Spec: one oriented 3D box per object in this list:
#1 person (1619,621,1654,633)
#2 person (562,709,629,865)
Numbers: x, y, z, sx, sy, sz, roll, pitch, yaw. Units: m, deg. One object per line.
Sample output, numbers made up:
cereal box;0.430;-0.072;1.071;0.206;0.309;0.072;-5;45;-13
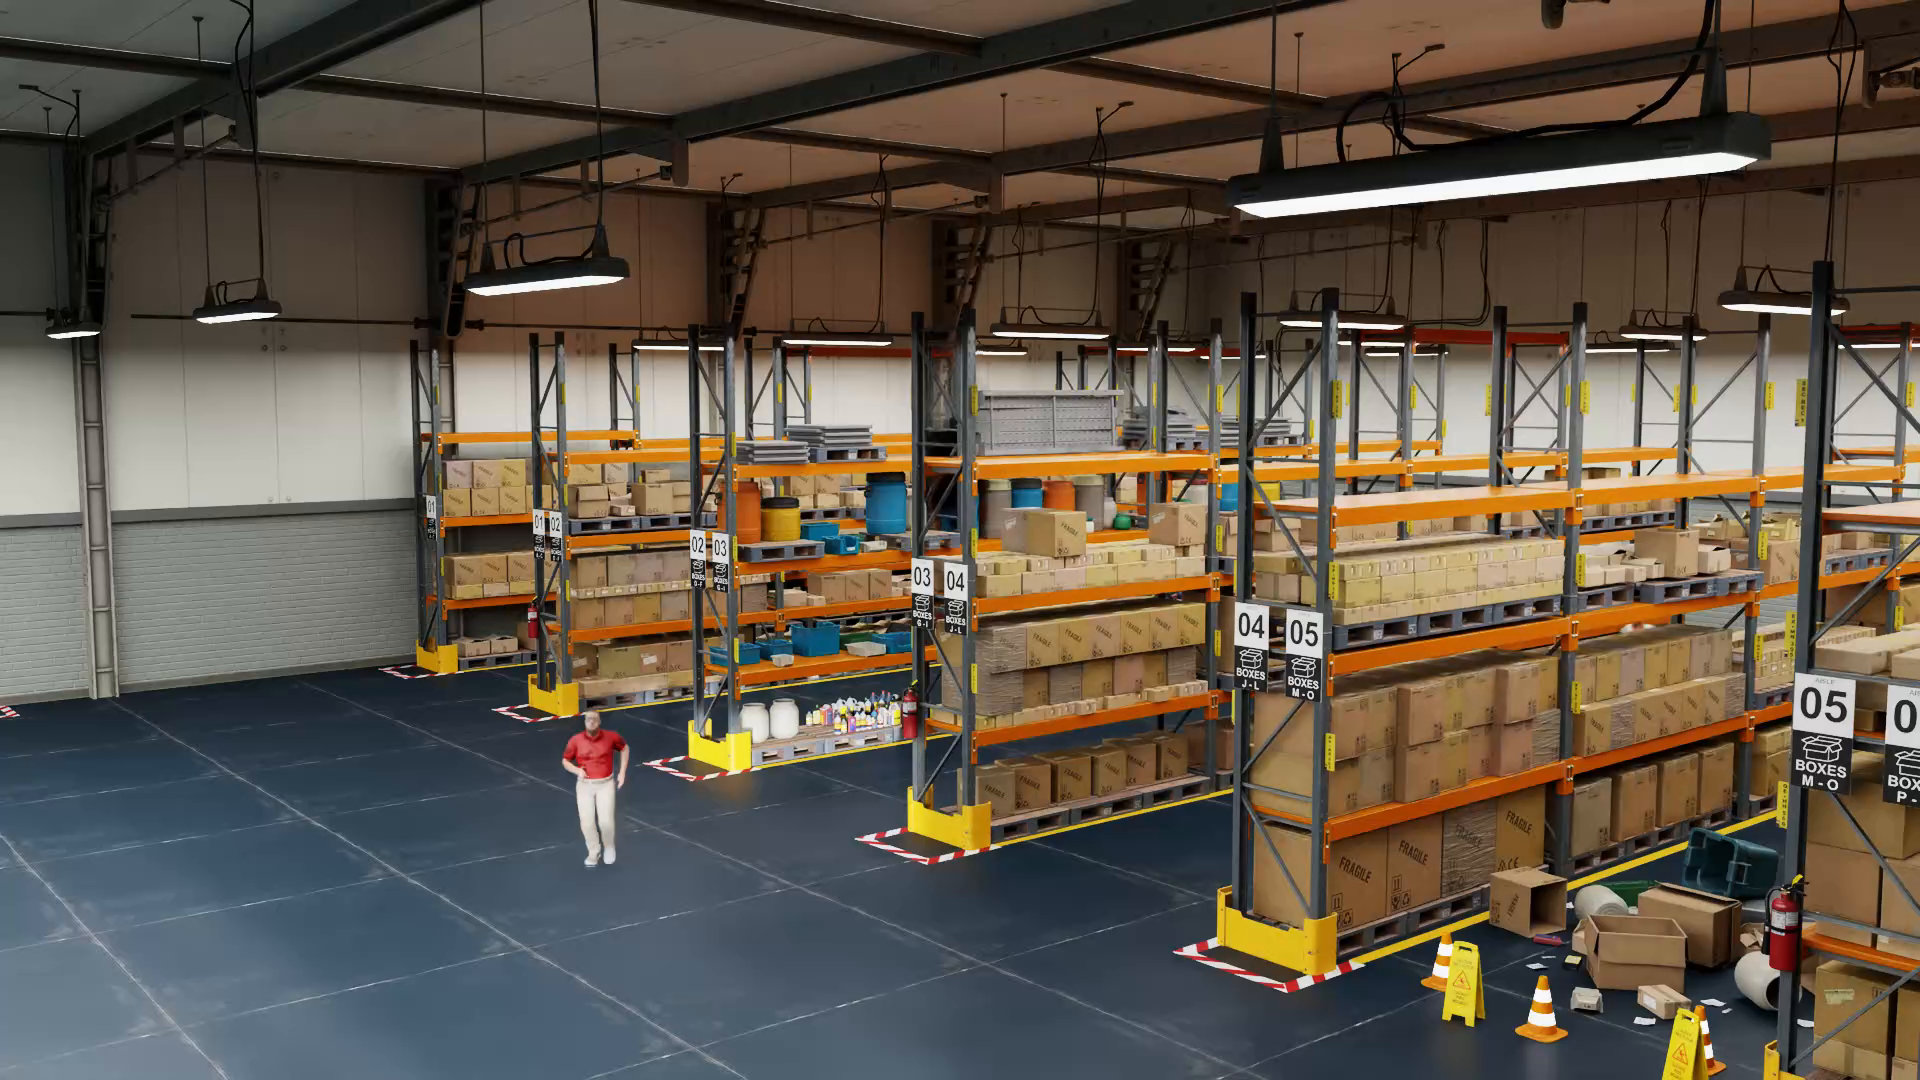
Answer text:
person;10.337;1.921;25.327;0.884;1.841;0.647;-5;7;-42
person;-3.901;2.666;17.769;0.686;1.710;0.651;-1;5;-7
